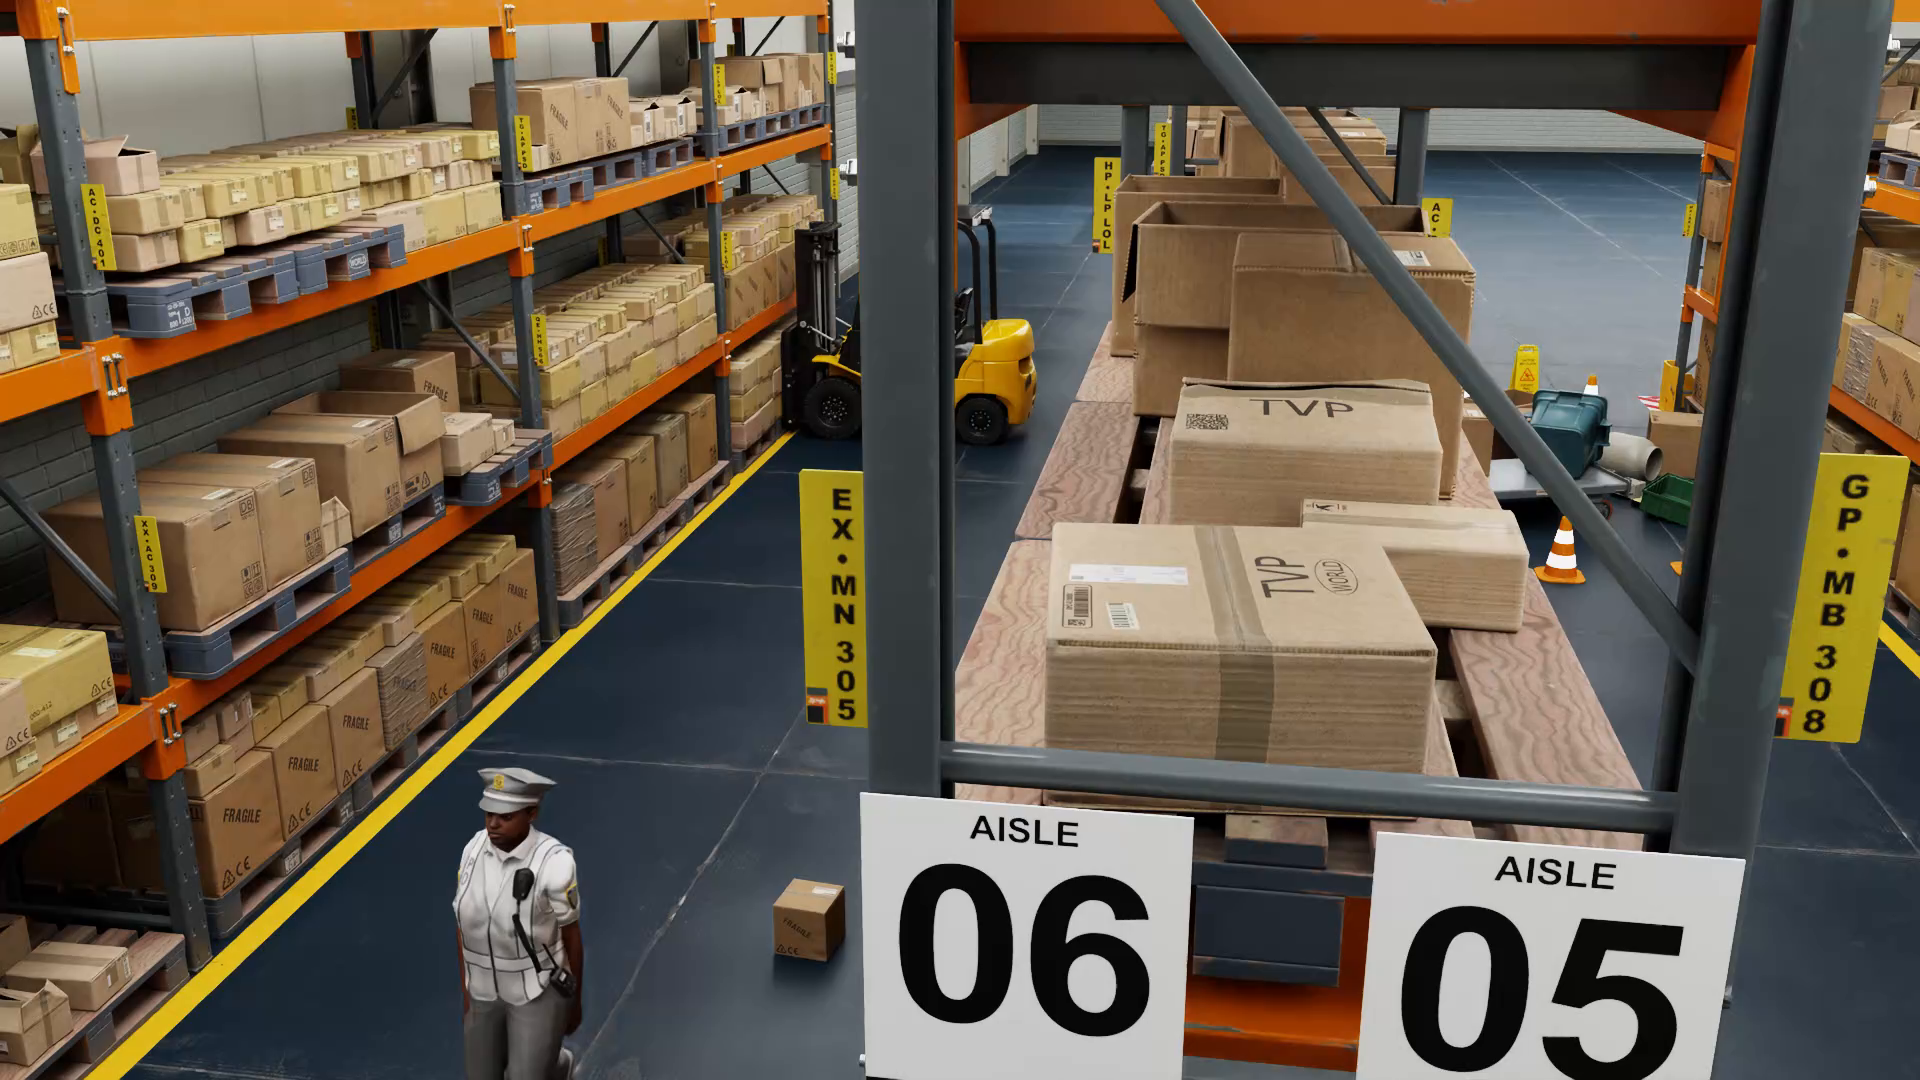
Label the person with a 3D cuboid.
[{"bbox_3d":[-1.502,1.527,5.774,0.444,1.669,0.701,6,19,19],"label":"person"}]
